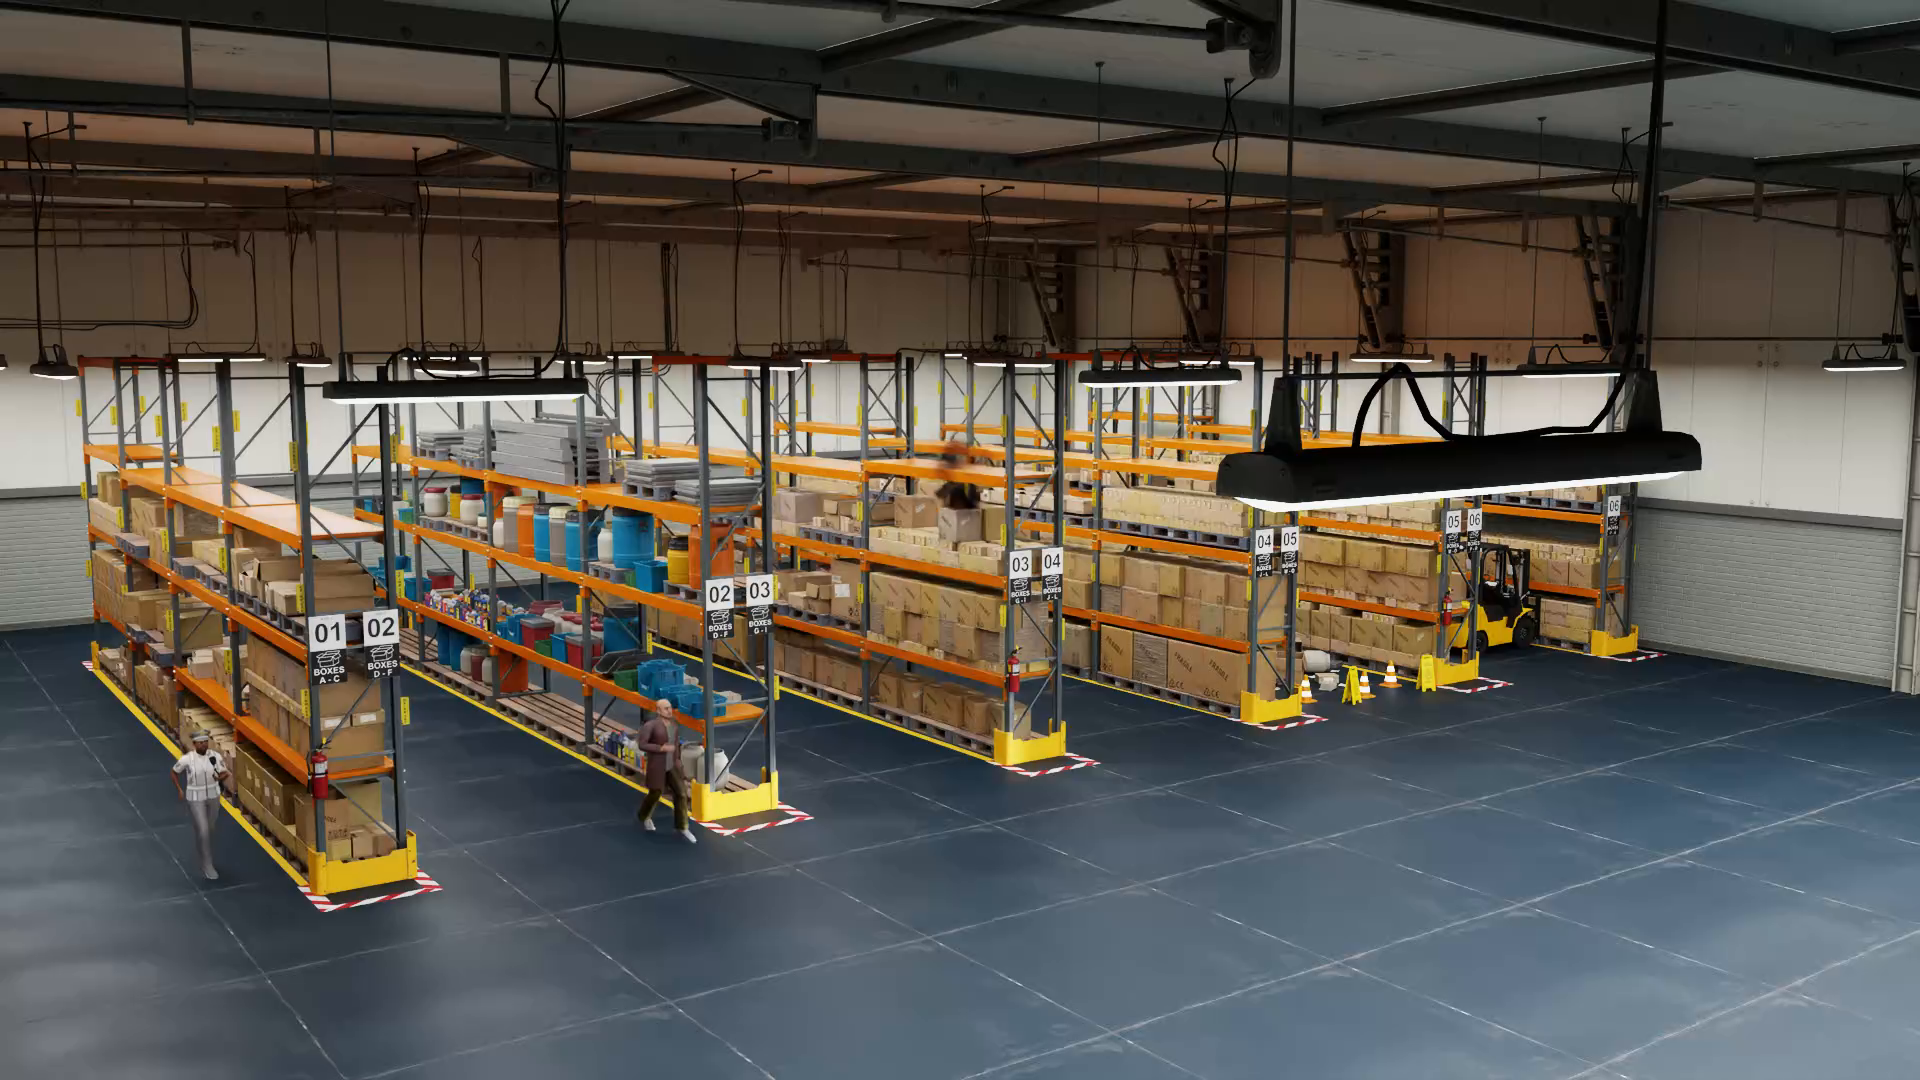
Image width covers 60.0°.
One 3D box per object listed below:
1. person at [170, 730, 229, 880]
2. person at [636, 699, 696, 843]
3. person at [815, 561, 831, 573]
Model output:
[{"bbox_3d":[-8.983,3.088,19.745,0.562,1.721,0.867,-7,10,-44],"label":"person"},{"bbox_3d":[-3.782,2.897,21.093,0.993,1.802,0.736,7,10,44],"label":"person"},{"bbox_3d":[-3.403,0.434,41.969,0.565,1.630,0.650,4,8,31],"label":"person"}]
